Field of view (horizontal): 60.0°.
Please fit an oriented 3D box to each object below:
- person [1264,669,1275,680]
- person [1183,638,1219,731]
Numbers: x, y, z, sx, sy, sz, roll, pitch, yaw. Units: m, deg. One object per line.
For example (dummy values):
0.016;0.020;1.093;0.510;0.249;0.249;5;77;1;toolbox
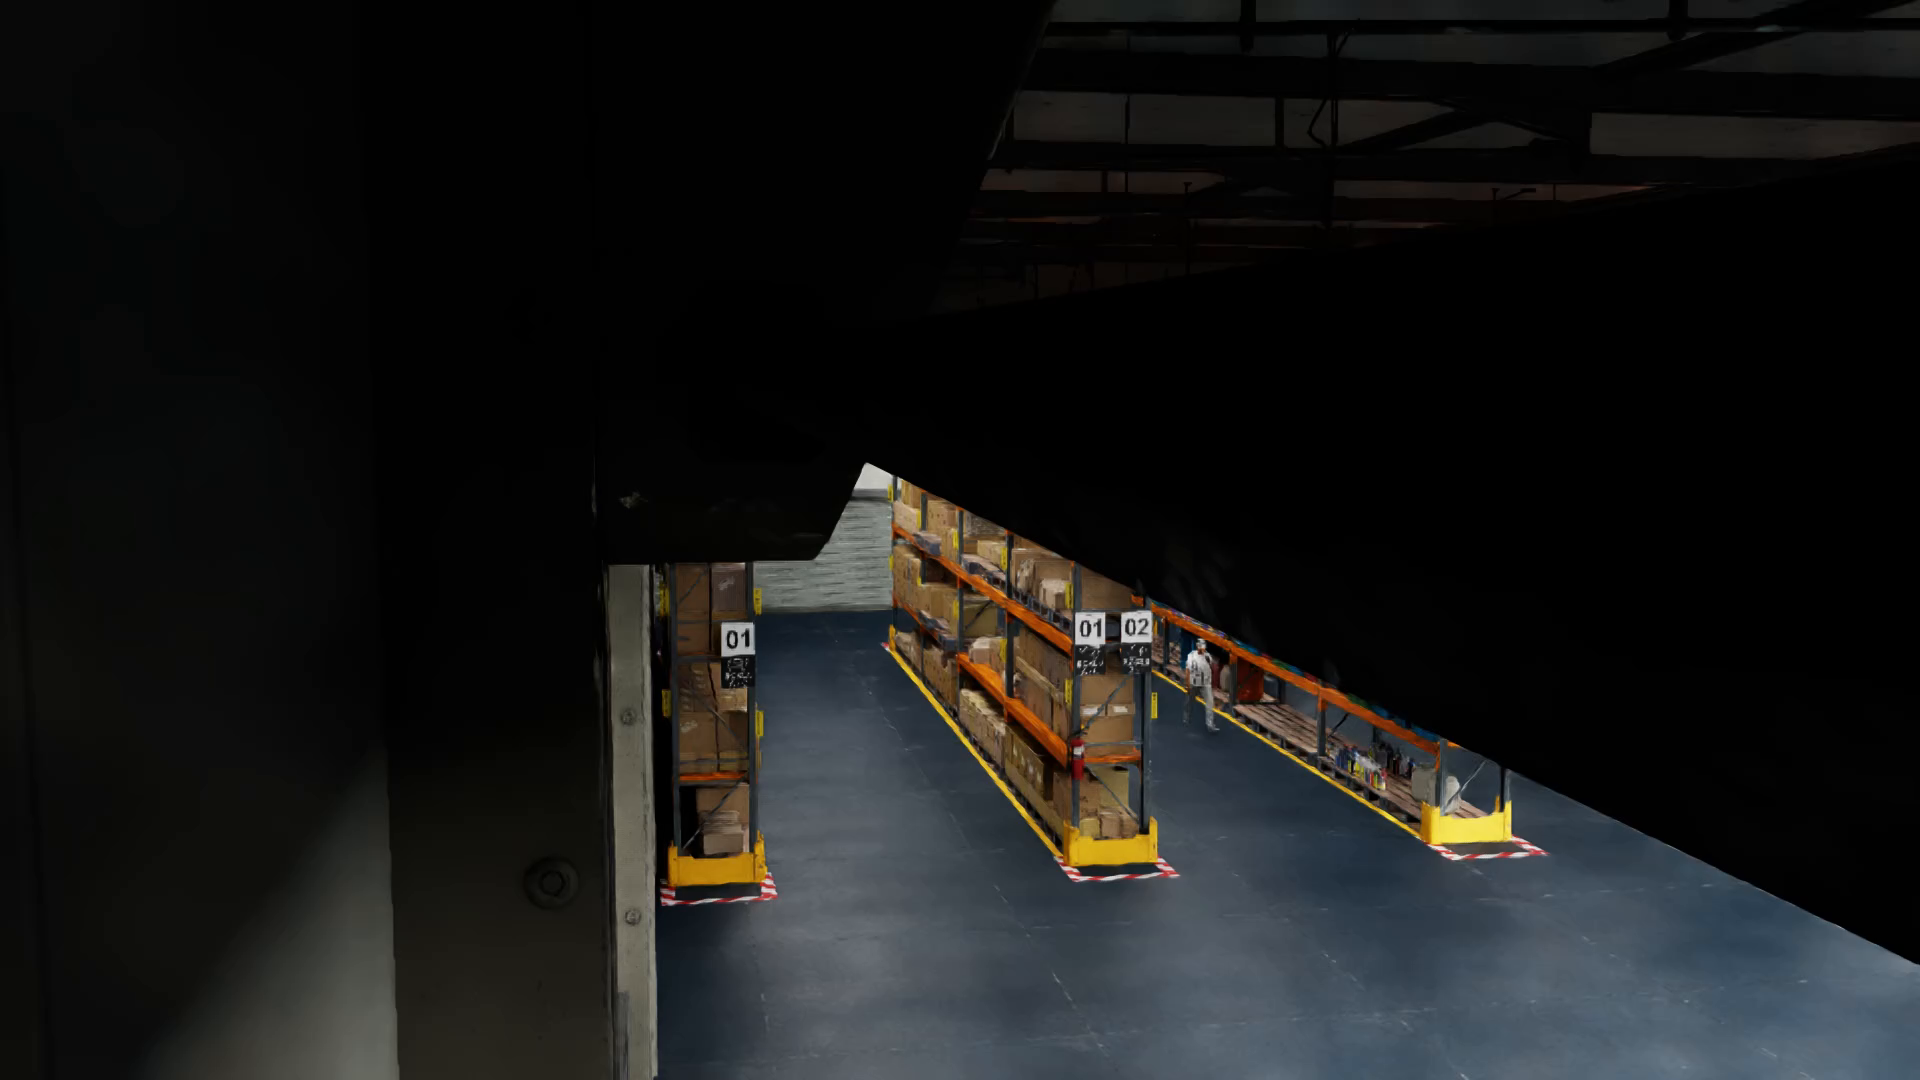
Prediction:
6.071;1.867;33.039;0.465;1.772;0.598;-3;7;-27;person
4.105;2.451;28.537;0.497;1.578;1.090;-1;6;-8;person
